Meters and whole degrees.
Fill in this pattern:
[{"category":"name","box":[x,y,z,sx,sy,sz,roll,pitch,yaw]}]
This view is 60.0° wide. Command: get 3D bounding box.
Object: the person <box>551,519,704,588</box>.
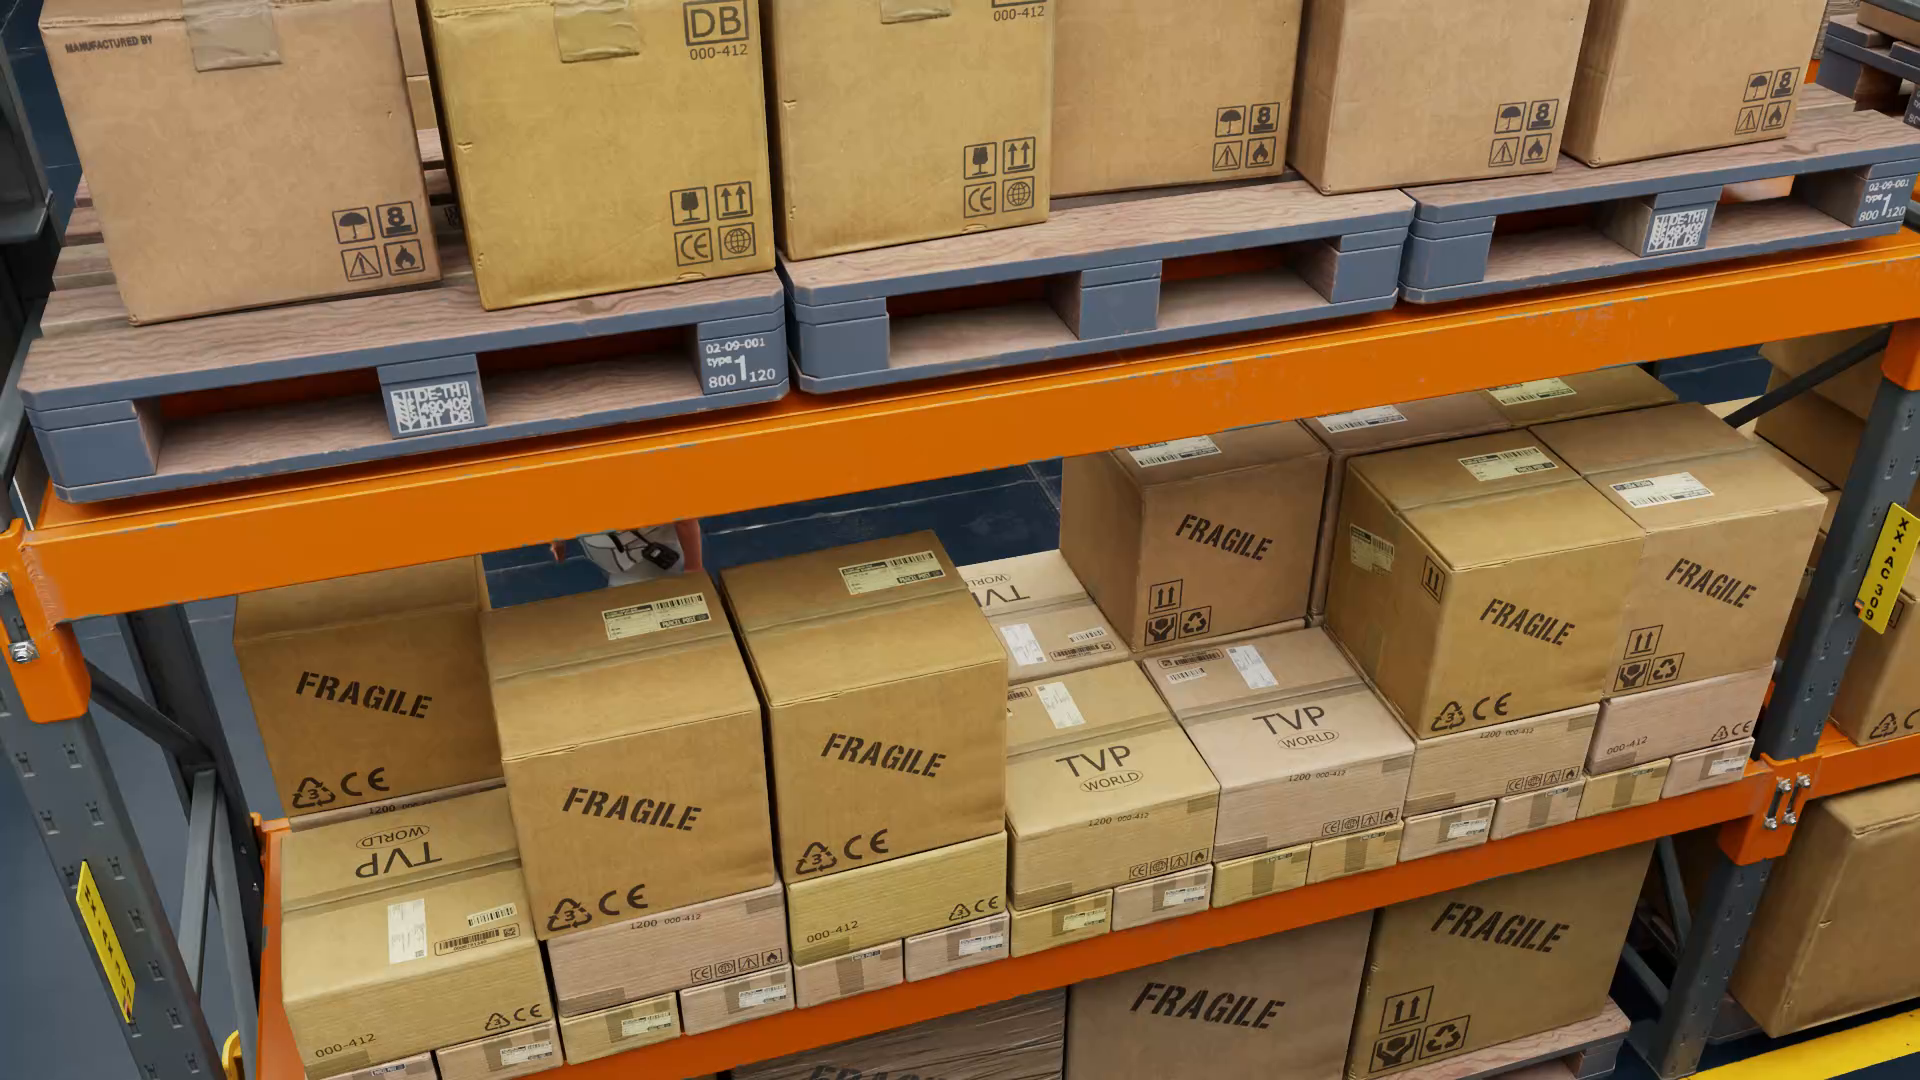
[{"category":"person","box":[-1.130,-0.045,6.203,0.836,1.699,0.637,-26,41,-33]}]
